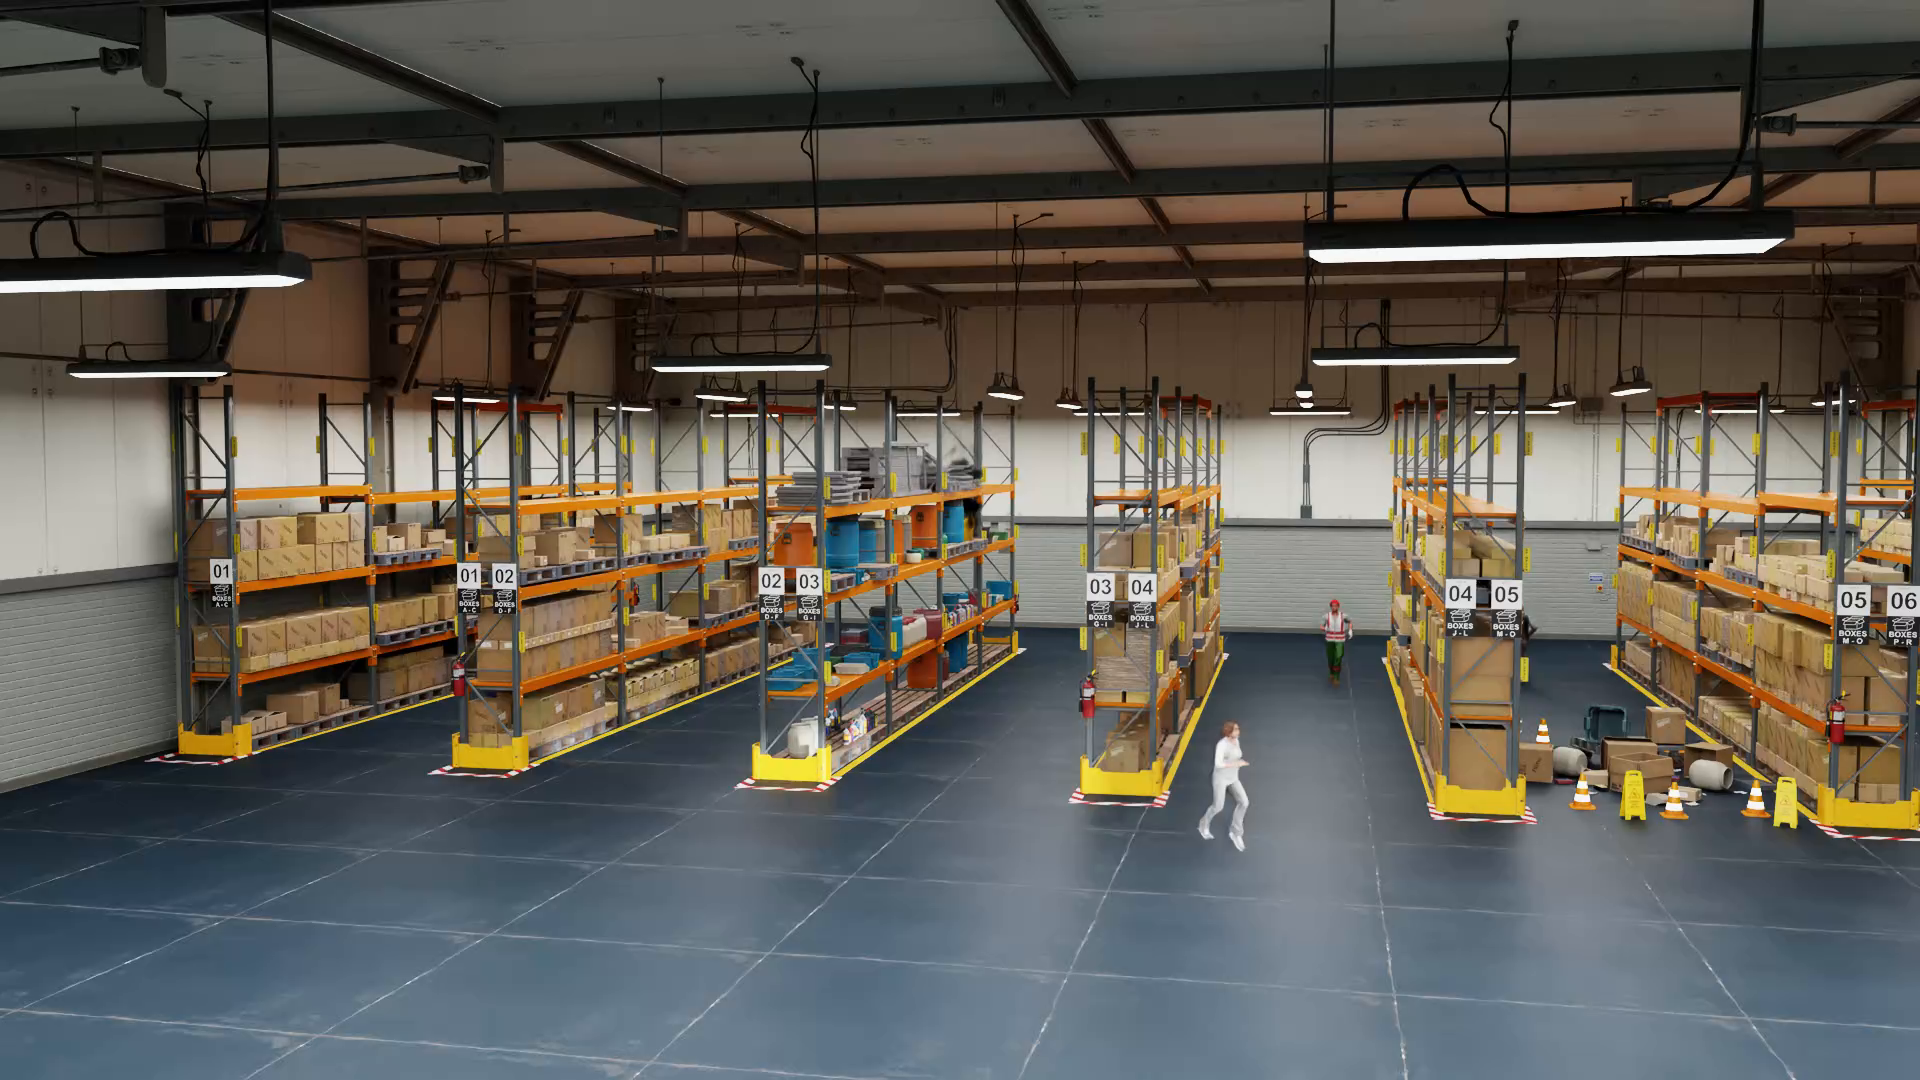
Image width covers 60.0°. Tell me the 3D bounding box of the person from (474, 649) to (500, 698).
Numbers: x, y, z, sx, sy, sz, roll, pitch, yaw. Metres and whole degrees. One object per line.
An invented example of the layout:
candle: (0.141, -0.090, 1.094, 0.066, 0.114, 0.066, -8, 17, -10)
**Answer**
person: (-8.509, 2.484, 30.177, 0.577, 1.649, 0.925, 0, 3, -5)

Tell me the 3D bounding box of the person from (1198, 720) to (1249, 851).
person: (3.301, 3.043, 20.815, 0.560, 1.619, 0.792, -3, 4, -44)

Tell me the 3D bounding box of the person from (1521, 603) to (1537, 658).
person: (11.966, 2.170, 35.590, 0.668, 1.686, 0.794, 0, 3, 3)

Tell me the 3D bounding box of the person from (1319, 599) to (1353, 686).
person: (7.886, 2.128, 34.937, 0.675, 1.757, 1.051, 1, 3, 19)
